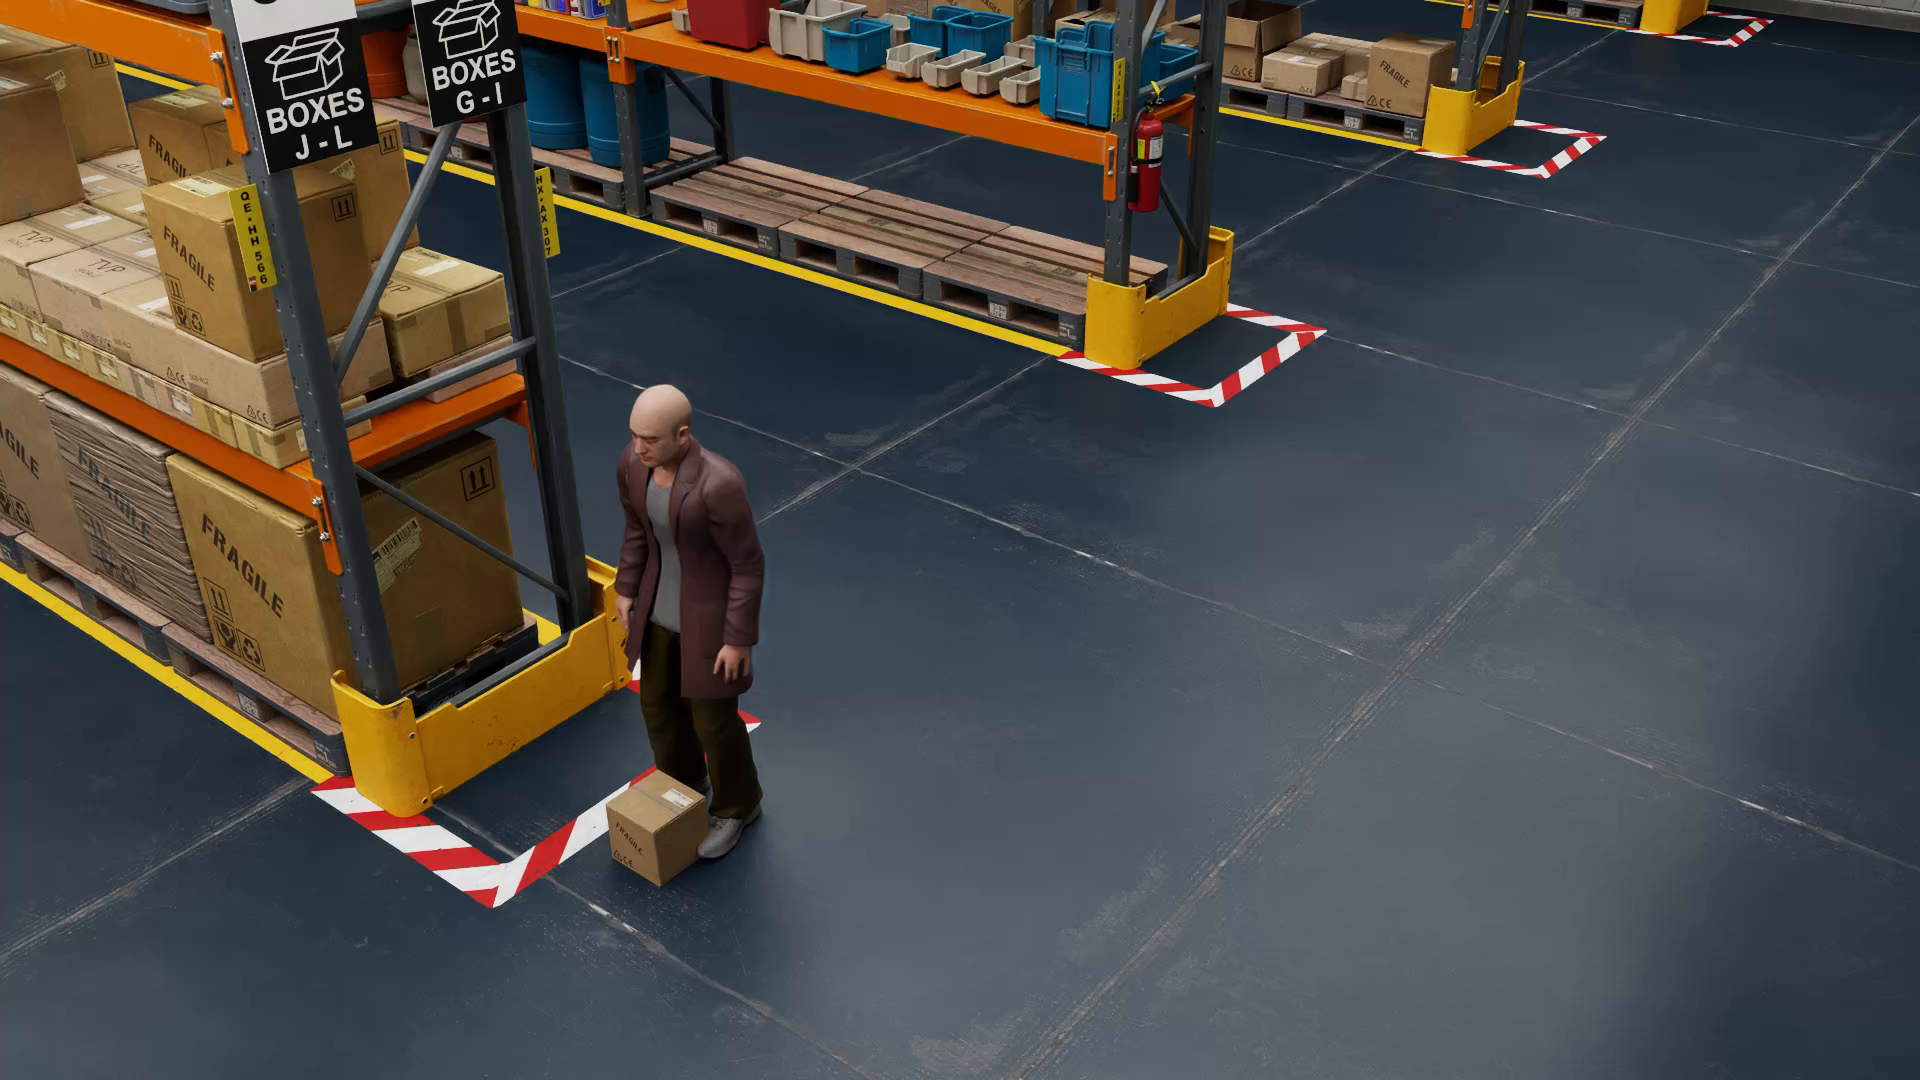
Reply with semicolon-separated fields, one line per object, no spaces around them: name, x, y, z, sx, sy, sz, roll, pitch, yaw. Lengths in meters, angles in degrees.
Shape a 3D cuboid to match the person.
person;-0.931;0.263;5.700;0.642;1.774;0.422;21;36;31
